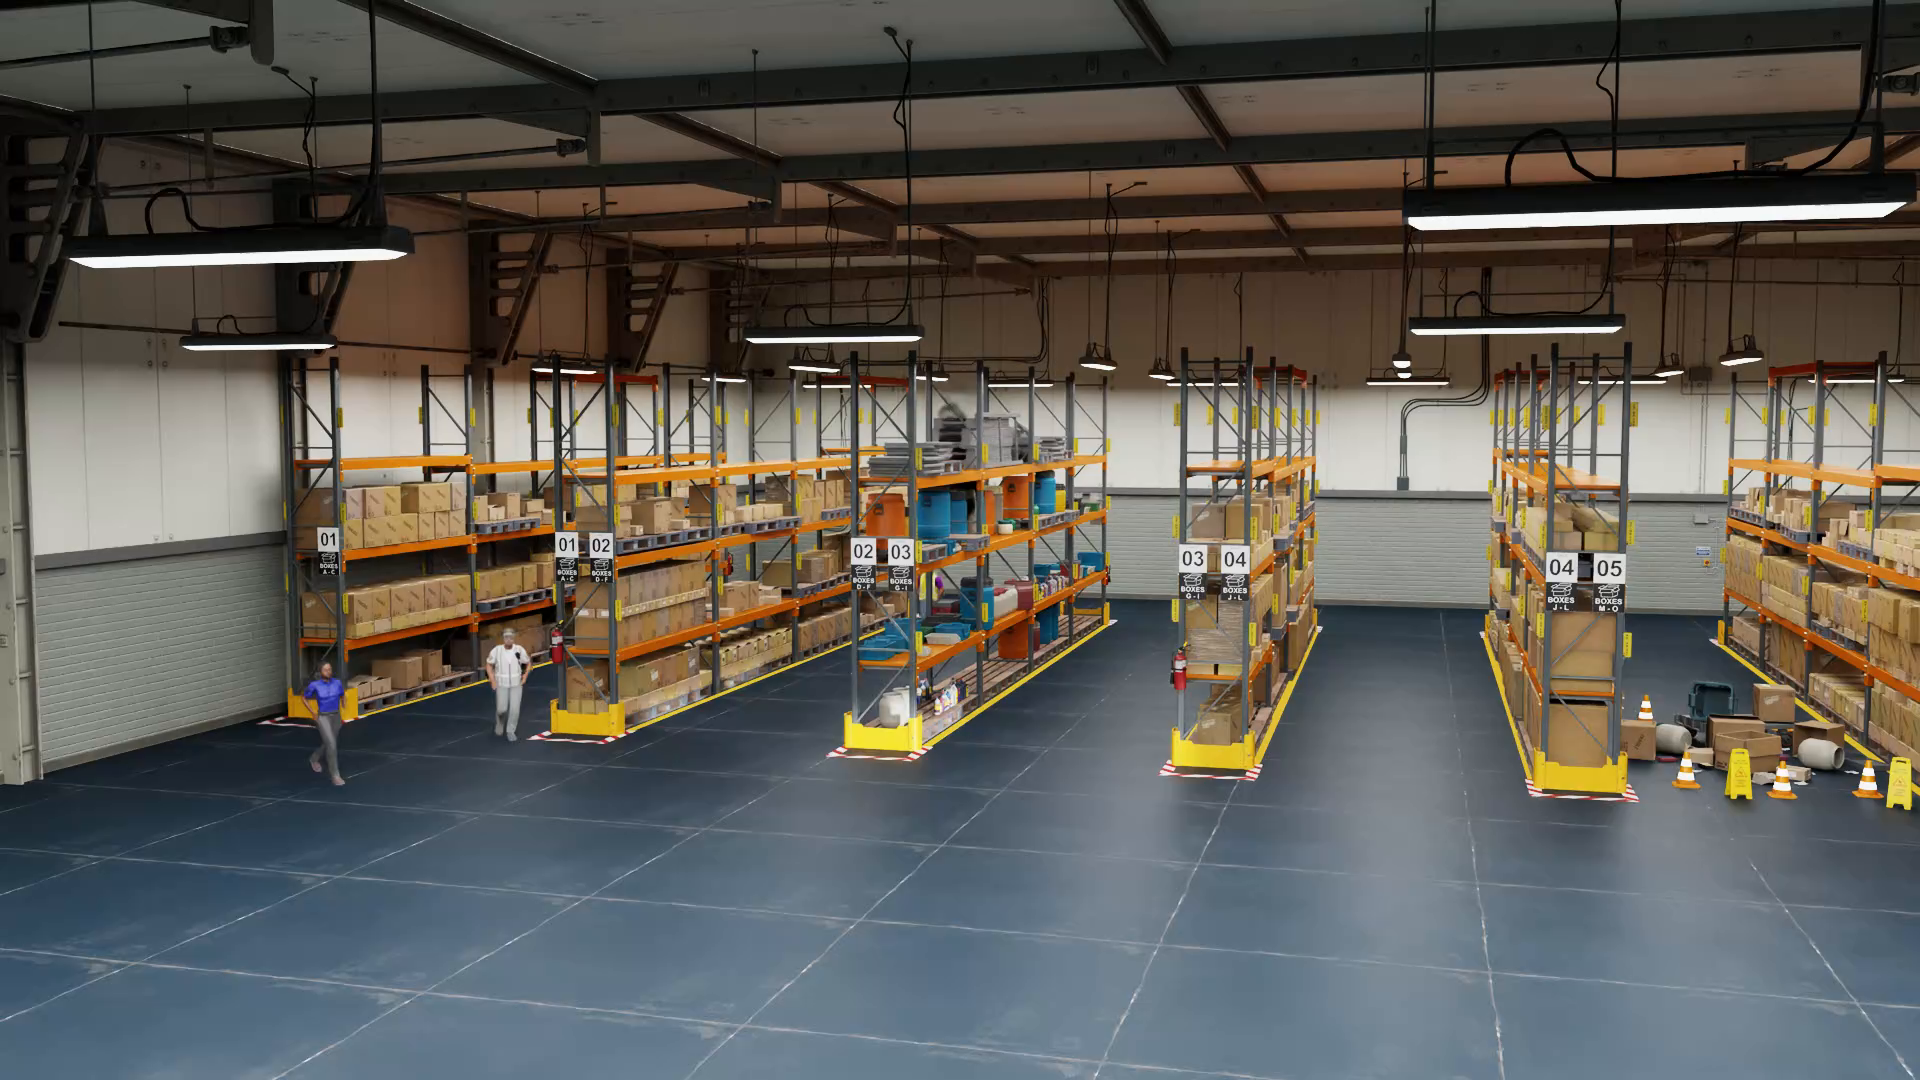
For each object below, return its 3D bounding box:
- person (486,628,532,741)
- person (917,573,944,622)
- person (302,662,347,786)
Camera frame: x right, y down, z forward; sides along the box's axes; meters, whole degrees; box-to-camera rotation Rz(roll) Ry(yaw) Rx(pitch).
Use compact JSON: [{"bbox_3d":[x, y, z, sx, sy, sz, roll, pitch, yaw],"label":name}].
[{"bbox_3d":[-7.013,2.235,25.906,0.678,1.754,0.598,-2,5,-22],"label":"person"},{"bbox_3d":[-0.726,1.376,37.786,0.701,1.732,0.680,1,4,11],"label":"person"},{"bbox_3d":[-8.712,2.507,22.913,0.843,1.659,0.569,3,5,39],"label":"person"}]
